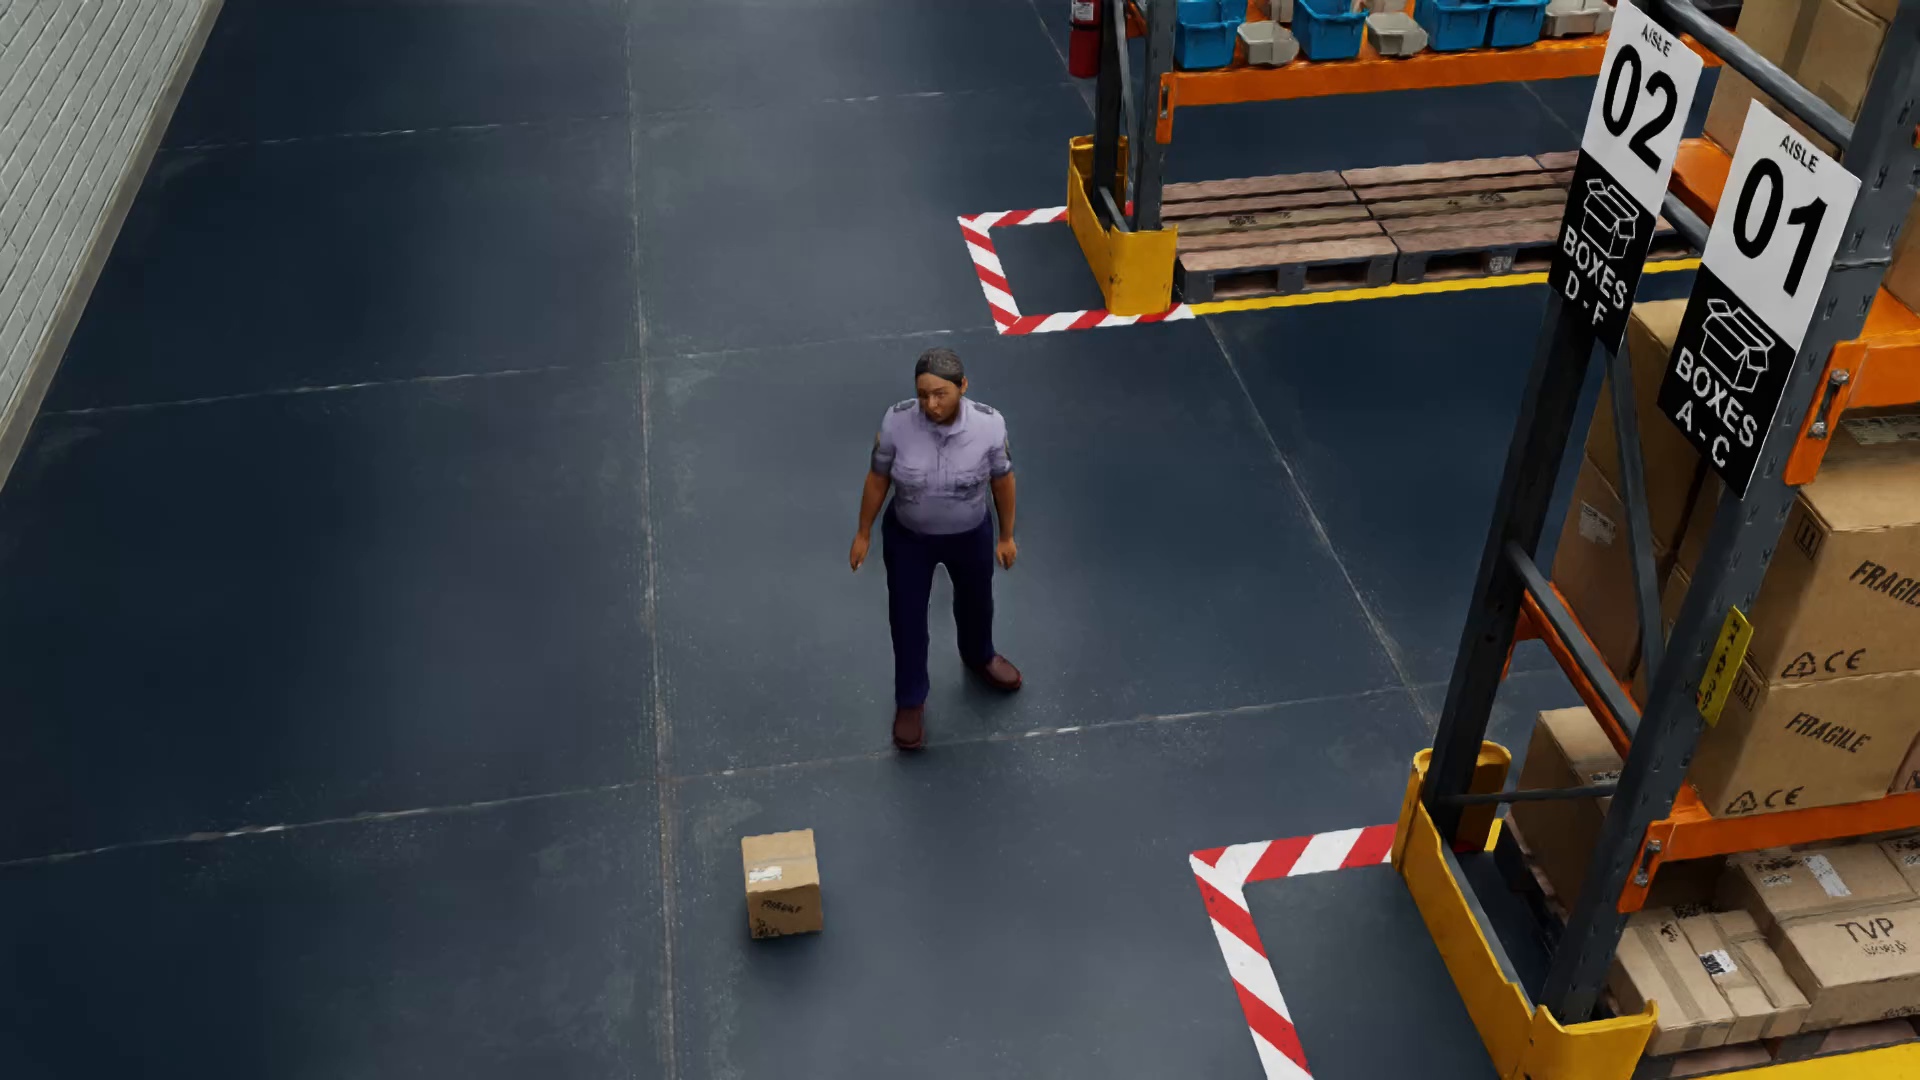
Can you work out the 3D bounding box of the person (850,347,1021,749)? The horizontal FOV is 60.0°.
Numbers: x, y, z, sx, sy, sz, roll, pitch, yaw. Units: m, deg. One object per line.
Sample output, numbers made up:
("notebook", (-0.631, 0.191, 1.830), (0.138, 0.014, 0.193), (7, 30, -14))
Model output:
("person", (-0.077, 0.006, 6.136), (0.664, 1.638, 0.566), (-2, 39, -3))
